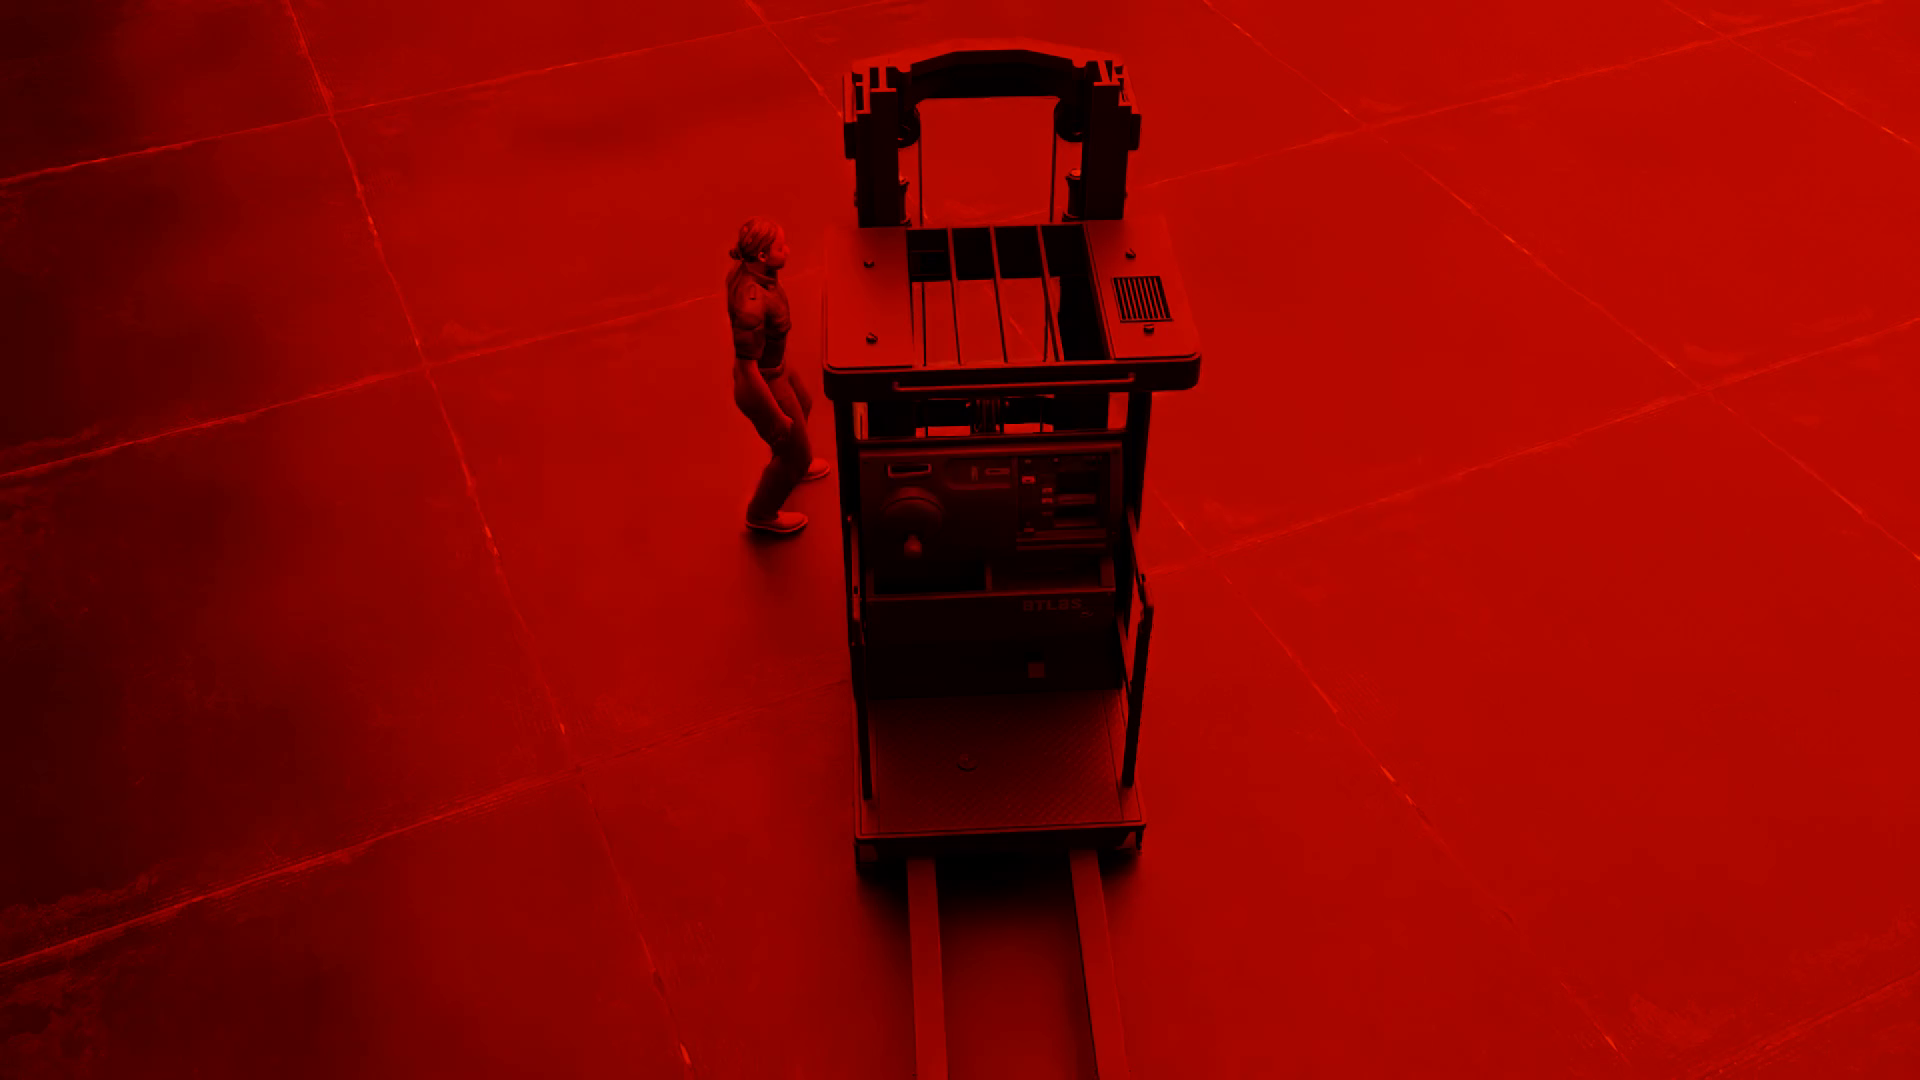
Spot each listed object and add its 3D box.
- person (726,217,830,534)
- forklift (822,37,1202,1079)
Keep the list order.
[{"bbox_3d":[-0.815,-0.736,7.435,0.435,1.608,0.748,-6,43,-6],"label":"person"},{"bbox_3d":[0.127,-0.054,5.739,1.130,2.935,3.031,-2,43,-3],"label":"forklift"}]
